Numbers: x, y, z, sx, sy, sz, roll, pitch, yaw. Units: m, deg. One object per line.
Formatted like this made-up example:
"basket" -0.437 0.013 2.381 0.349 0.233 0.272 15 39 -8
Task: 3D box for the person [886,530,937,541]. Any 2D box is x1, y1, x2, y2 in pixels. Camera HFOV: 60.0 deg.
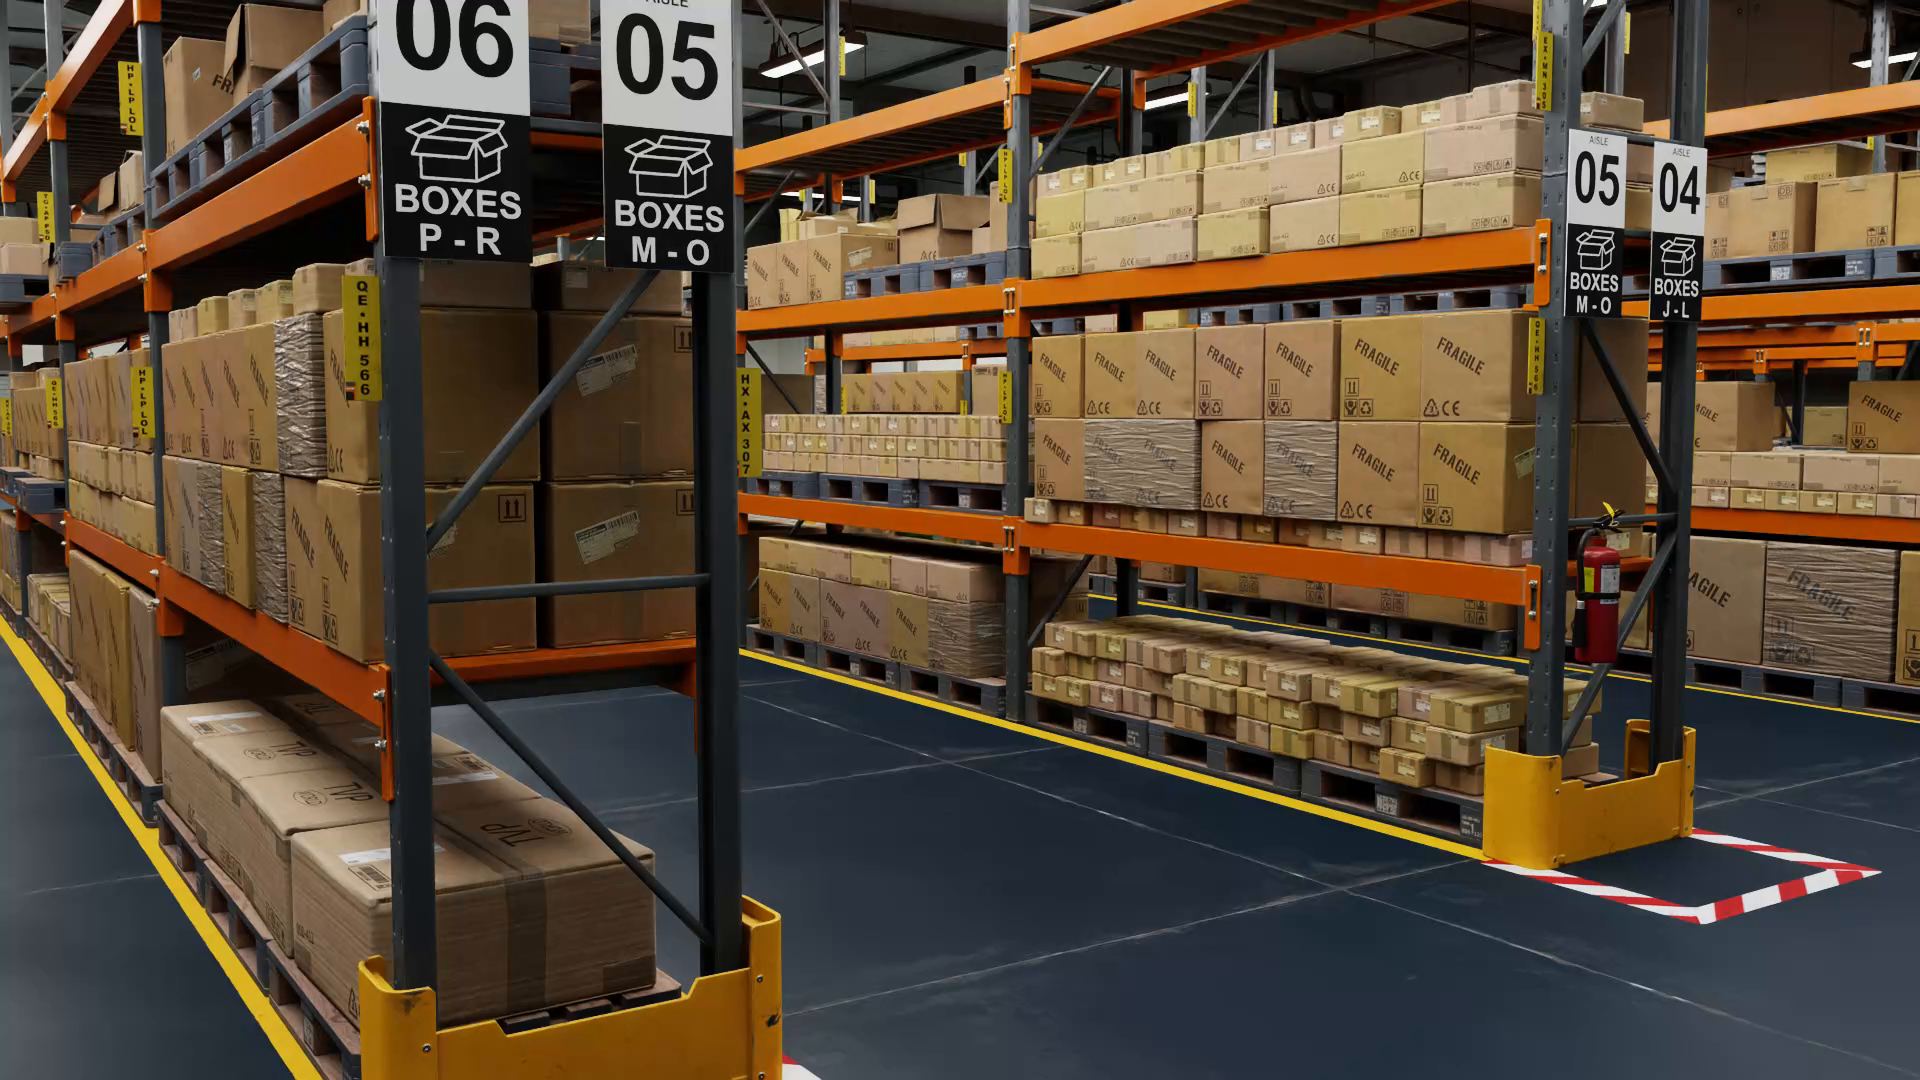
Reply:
"person" -0.432 -0.084 15.549 0.529 1.858 0.458 -3 6 -34
